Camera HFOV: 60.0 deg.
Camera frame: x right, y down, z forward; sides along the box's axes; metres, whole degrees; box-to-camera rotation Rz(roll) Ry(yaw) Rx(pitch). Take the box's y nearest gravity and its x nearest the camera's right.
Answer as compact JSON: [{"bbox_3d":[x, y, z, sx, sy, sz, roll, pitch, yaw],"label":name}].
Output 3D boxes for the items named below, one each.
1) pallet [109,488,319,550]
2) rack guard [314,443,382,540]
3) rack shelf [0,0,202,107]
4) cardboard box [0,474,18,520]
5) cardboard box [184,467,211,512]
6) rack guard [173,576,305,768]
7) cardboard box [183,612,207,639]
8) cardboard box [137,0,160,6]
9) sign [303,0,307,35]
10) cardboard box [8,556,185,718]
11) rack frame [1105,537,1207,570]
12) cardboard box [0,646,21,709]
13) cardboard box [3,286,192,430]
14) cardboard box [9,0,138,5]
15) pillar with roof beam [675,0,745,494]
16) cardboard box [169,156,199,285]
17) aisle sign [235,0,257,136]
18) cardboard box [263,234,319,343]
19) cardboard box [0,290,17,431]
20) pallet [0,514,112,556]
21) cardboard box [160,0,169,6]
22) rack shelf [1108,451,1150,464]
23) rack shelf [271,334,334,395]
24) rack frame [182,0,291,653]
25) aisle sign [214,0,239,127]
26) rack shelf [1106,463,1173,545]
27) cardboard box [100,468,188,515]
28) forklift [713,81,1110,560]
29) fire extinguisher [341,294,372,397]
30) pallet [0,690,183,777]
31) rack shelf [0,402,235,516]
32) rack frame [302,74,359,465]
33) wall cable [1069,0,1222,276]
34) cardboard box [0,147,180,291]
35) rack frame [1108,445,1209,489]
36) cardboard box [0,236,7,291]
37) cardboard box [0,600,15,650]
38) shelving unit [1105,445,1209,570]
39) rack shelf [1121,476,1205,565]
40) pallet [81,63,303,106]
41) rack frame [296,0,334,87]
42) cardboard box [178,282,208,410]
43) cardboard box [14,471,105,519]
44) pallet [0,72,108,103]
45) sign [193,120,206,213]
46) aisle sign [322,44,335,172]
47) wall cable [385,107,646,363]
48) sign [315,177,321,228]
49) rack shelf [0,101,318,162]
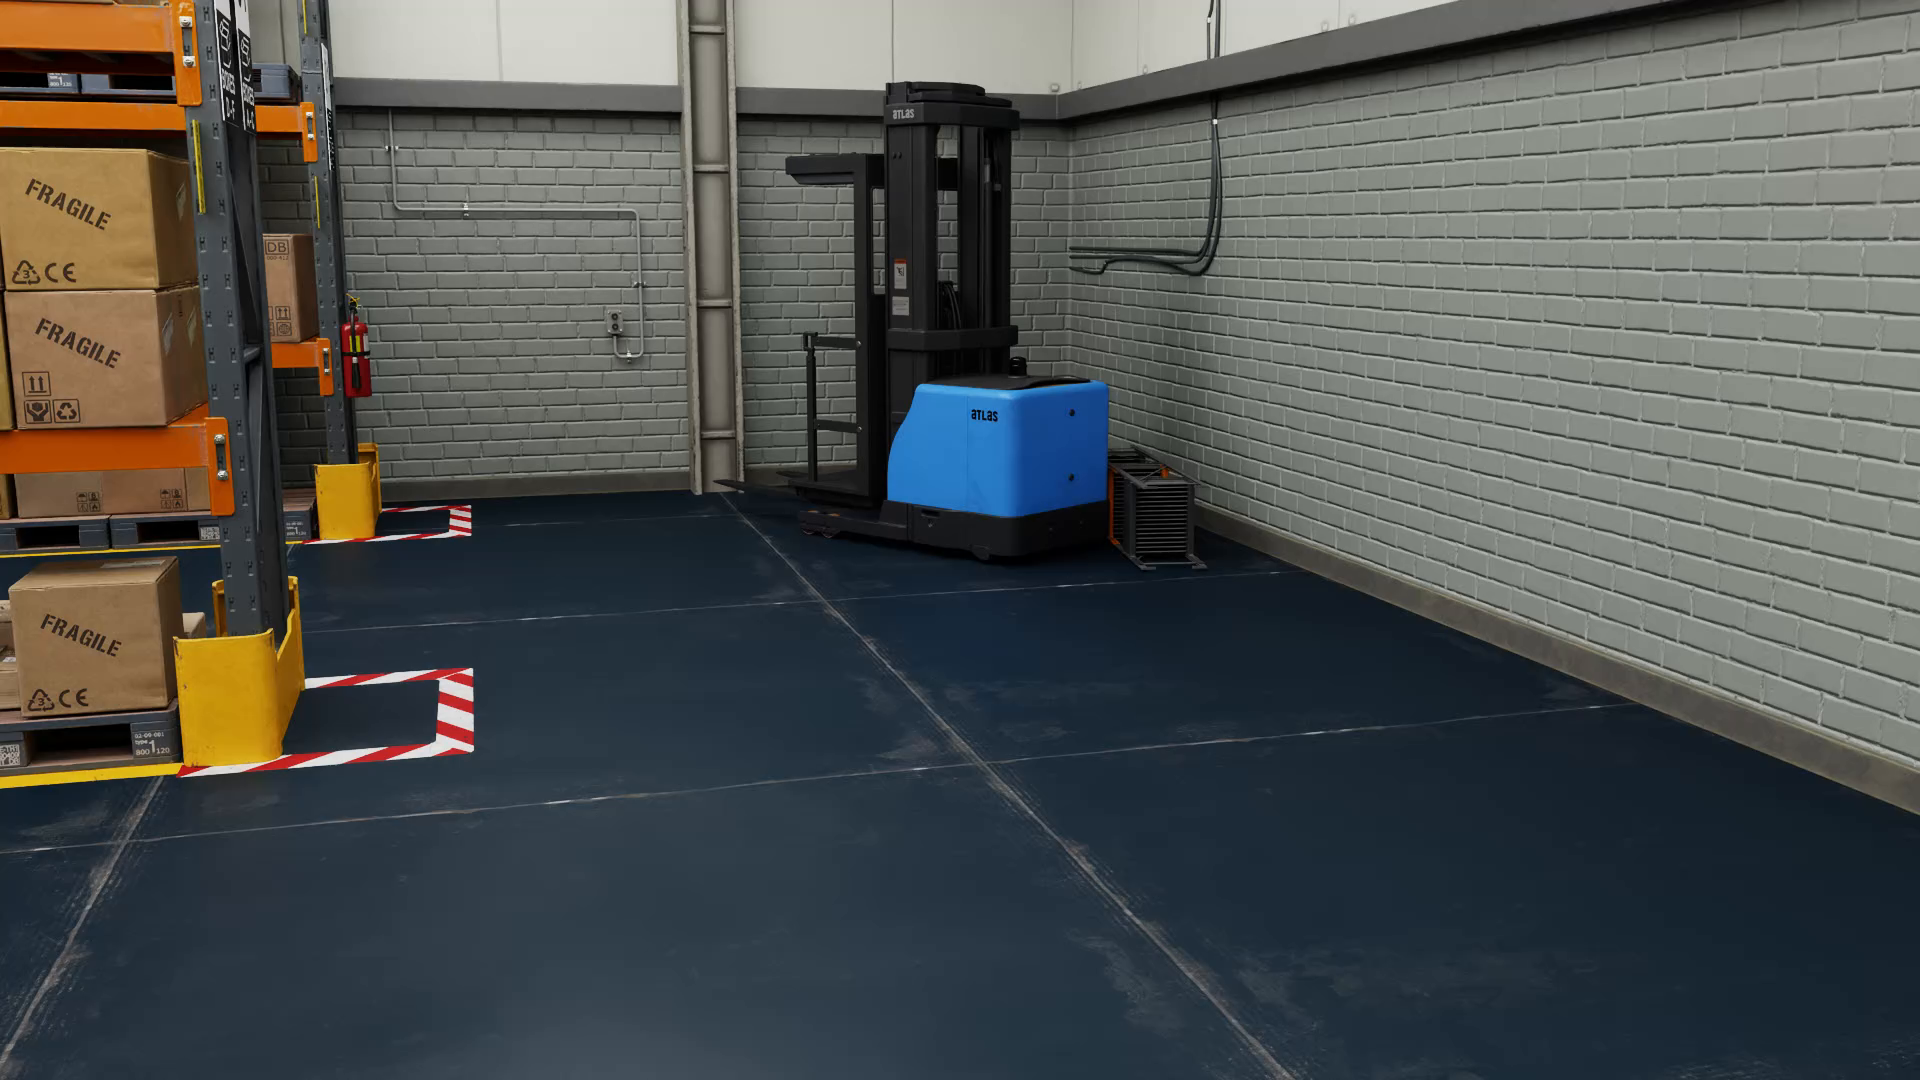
[{"bbox_3d":[-5.016,-0.154,11.302,1.213,0.211,1.003,-3,11,-16],"label":"pallet"},{"bbox_3d":[-4.248,-0.352,11.576,0.348,0.500,1.175,-3,11,-16],"label":"rack guard"},{"bbox_3d":[-4.803,-1.739,5.910,4.000,0.370,1.077,-3,11,-16],"label":"rack shelf"},{"bbox_3d":[-6.388,-0.425,10.815,0.500,0.500,0.700,-3,11,-15],"label":"cardboard box"},{"bbox_3d":[-4.915,-0.504,11.245,0.500,0.500,0.700,-3,11,-16],"label":"cardboard box"},{"bbox_3d":[-2.955,0.514,6.872,0.348,0.500,1.175,-3,11,-16],"label":"rack guard"},{"bbox_3d":[-3.381,0.428,7.094,0.250,0.149,0.380,-3,11,-16],"label":"cardboard box"},{"bbox_3d":[-3.447,-2.139,6.508,0.500,0.250,0.500,-3,11,-16],"label":"cardboard box"},{"bbox_3d":[-4.132,-3.357,10.482,0.005,0.325,0.100,-3,11,-16],"label":"sign"},{"bbox_3d":[-3.336,0.364,6.471,0.500,0.500,0.500,-3,11,-16],"label":"cardboard box"},{"bbox_3d":[1.173,-0.012,11.016,0.400,0.015,2.100,-1,10,-6],"label":"rack frame"},{"bbox_3d":[-3.750,0.533,6.475,0.250,0.166,0.380,-3,11,-16],"label":"cardboard box"},{"bbox_3d":[-3.236,-0.698,6.277,0.500,0.500,0.500,-3,11,-14],"label":"cardboard box"},{"bbox_3d":[-3.302,-2.049,6.019,0.500,0.250,0.500,-3,11,-16],"label":"cardboard box"},{"bbox_3d":[-0.717,-4.069,8.294,0.400,9.000,9.100,-3,11,-16],"label":"pillar with roof beam"},{"bbox_3d":[-3.382,-1.283,6.694,0.500,0.500,0.500,-3,11,-14],"label":"cardboard box"},{"bbox_3d":[-2.899,-2.052,6.727,0.004,0.787,0.394,-3,11,-16],"label":"aisle sign"},{"bbox_3d":[-4.757,-1.700,11.166,0.700,0.700,0.980,-3,11,-13],"label":"cardboard box"},{"bbox_3d":[-3.733,-0.671,6.132,0.500,0.500,0.500,-3,11,-15],"label":"cardboard box"},{"bbox_3d":[-6.186,-0.093,10.970,1.213,0.211,1.003,-3,11,-16],"label":"pallet"},{"bbox_3d":[-4.897,-3.521,10.511,0.500,0.500,0.500,-3,11,-16],"label":"cardboard box"},{"bbox_3d":[1.098,-0.370,11.646,0.431,0.480,0.518,-1,10,-6],"label":"rack shelf"},{"bbox_3d":[-6.191,-1.125,10.859,4.000,0.370,1.077,-3,11,-16],"label":"rack shelf"},{"bbox_3d":[-2.882,-0.719,6.667,0.127,3.000,1.000,-3,11,-16],"label":"rack frame"},{"bbox_3d":[-2.731,-1.948,6.161,0.004,0.787,0.394,-3,11,-16],"label":"aisle sign"},{"bbox_3d":[1.175,-0.250,10.960,0.431,0.480,0.518,-1,10,-6],"label":"rack shelf"},{"bbox_3d":[-5.395,-0.479,11.107,0.500,0.500,0.700,-3,11,-16],"label":"cardboard box"},{"bbox_3d":[-0.463,-1.517,11.191,3.031,2.935,1.130,9,14,41],"label":"forklift"},{"bbox_3d":[-3.997,-1.286,10.990,0.183,0.674,0.296,-3,11,-16],"label":"fire extinguisher"},{"bbox_3d":[-3.721,0.697,6.678,1.213,0.211,1.003,-3,11,-16],"label":"pallet"},{"bbox_3d":[-4.803,-0.264,6.182,4.000,0.370,1.077,-3,11,-16],"label":"rack shelf"},{"bbox_3d":[-4.271,-1.580,11.343,0.127,3.000,1.000,-3,11,-16],"label":"rack frame"},{"bbox_3d":[1.260,-3.227,12.299,0.112,2.526,3.097,-3,11,-16],"label":"wall cable"},{"bbox_3d":[-3.233,-1.189,6.185,0.500,0.500,0.500,-3,11,-16],"label":"cardboard box"},{"bbox_3d":[1.173,-0.493,10.932,0.400,0.015,2.100,-1,10,-6],"label":"rack frame"},{"bbox_3d":[-3.718,-1.164,6.045,0.500,0.500,0.500,-3,11,-14],"label":"cardboard box"},{"bbox_3d":[-3.964,0.421,6.857,0.500,0.250,0.500,-3,11,-16],"label":"cardboard box"},{"bbox_3d":[1.173,-0.252,10.974,0.431,0.503,2.100,-1,10,-6],"label":"shelving unit"},{"bbox_3d":[1.251,-0.130,10.275,0.431,0.480,0.518,-1,10,-6],"label":"rack shelf"},{"bbox_3d":[-4.980,-2.972,10.866,1.213,0.211,1.003,-3,11,-16],"label":"pallet"},{"bbox_3d":[-4.271,-4.530,10.800,0.127,3.000,1.000,-3,11,-16],"label":"rack frame"},{"bbox_3d":[-3.382,-0.791,6.785,0.500,0.500,0.500,-3,11,-15],"label":"cardboard box"},{"bbox_3d":[-5.878,-0.453,10.968,0.500,0.500,0.700,-3,11,-18],"label":"cardboard box"},{"bbox_3d":[-6.153,-2.910,10.527,1.213,0.211,1.003,-3,11,-16],"label":"pallet"},{"bbox_3d":[-2.747,-1.346,6.004,0.005,0.325,0.100,-3,11,-16],"label":"sign"},{"bbox_3d":[-4.118,-2.810,10.844,0.004,0.787,0.394,-3,11,-16],"label":"aisle sign"},{"bbox_3d":[-3.306,-2.309,12.497,1.851,1.984,0.084,-3,11,-16],"label":"wall cable"},{"bbox_3d":[-4.132,-2.171,10.701,0.005,0.325,0.100,-3,11,-16],"label":"sign"},{"bbox_3d":[-6.191,-2.600,10.587,4.000,0.370,1.077,-3,11,-16],"label":"rack shelf"}]
